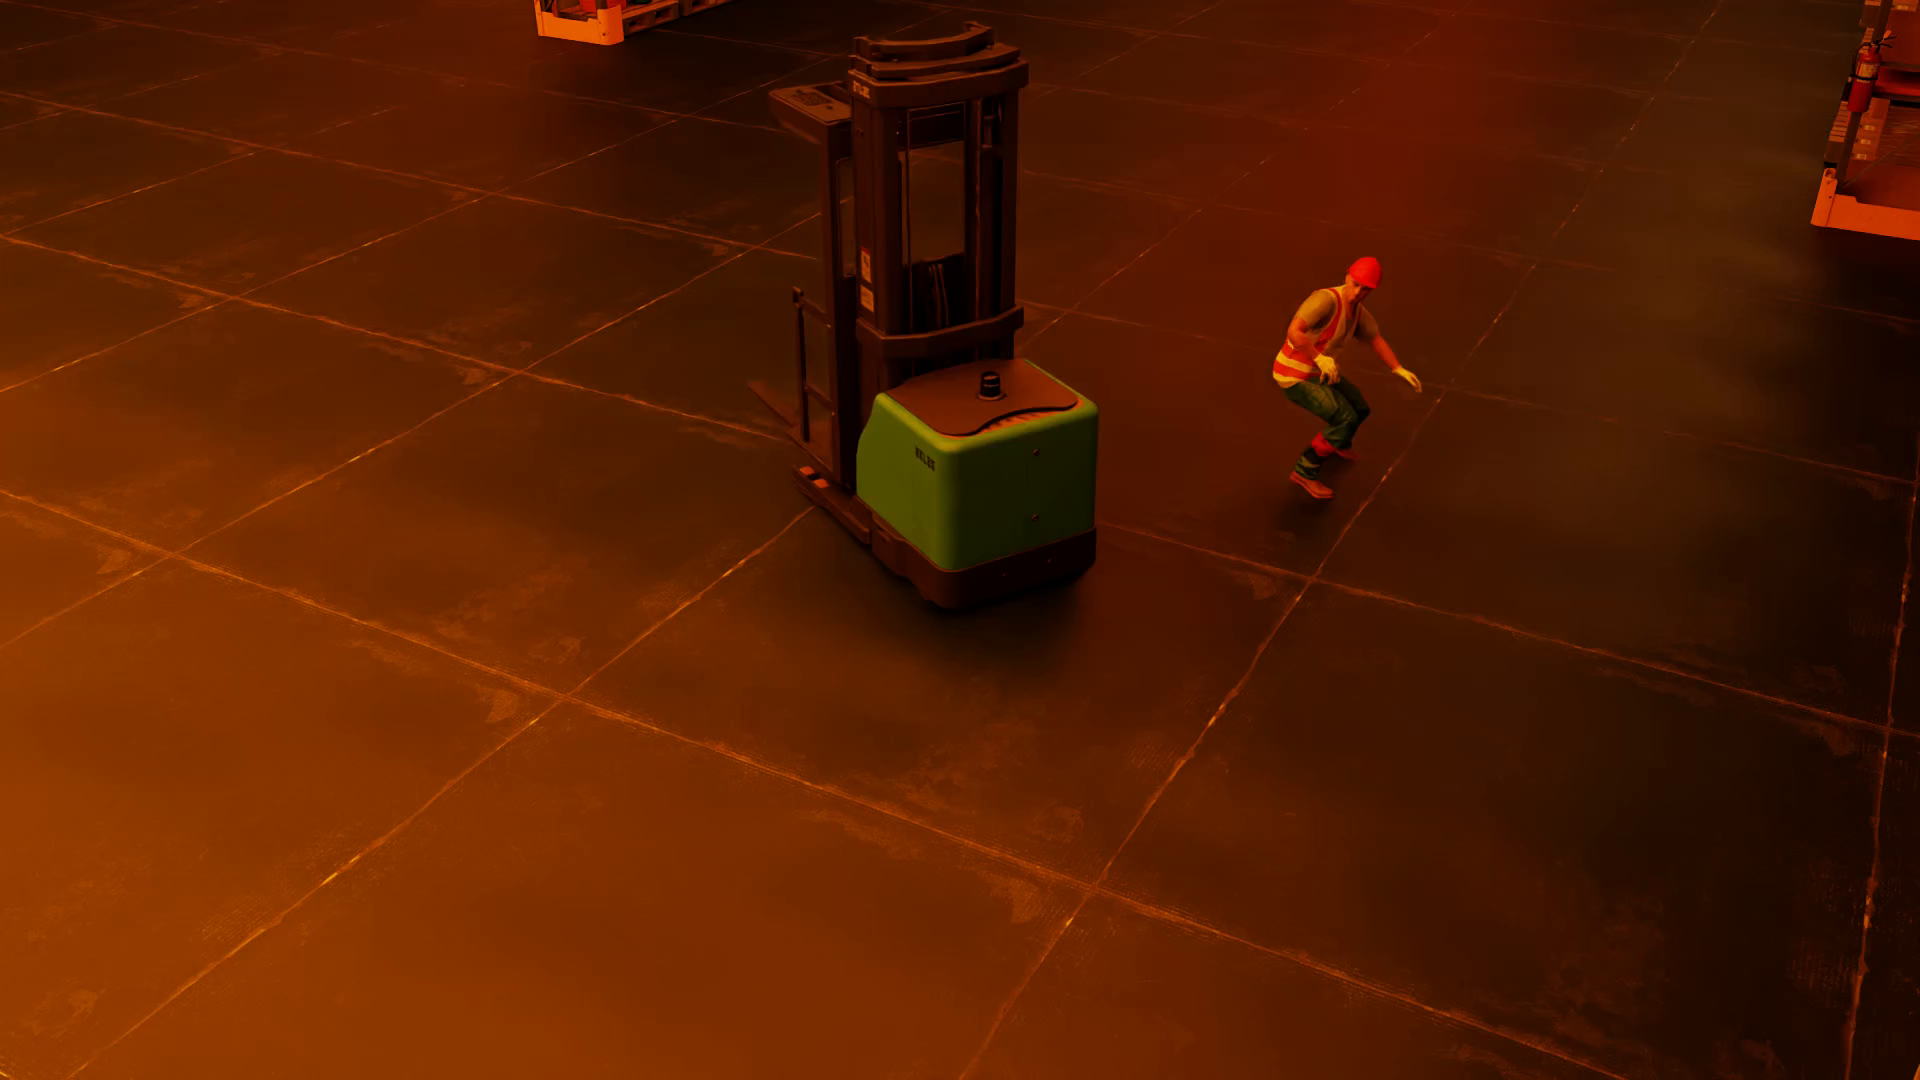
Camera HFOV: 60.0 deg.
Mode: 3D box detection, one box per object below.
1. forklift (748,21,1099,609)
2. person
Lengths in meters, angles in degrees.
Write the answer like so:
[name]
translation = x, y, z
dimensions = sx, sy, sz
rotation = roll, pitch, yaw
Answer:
[forklift]
translation = -0.403, -1.591, 9.828
dimensions = 1.130, 2.935, 3.031
rotation = -17, 34, -26
[person]
translation = 2.384, -1.017, 10.311
dimensions = 0.777, 1.540, 0.898
rotation = 19, 35, 29
